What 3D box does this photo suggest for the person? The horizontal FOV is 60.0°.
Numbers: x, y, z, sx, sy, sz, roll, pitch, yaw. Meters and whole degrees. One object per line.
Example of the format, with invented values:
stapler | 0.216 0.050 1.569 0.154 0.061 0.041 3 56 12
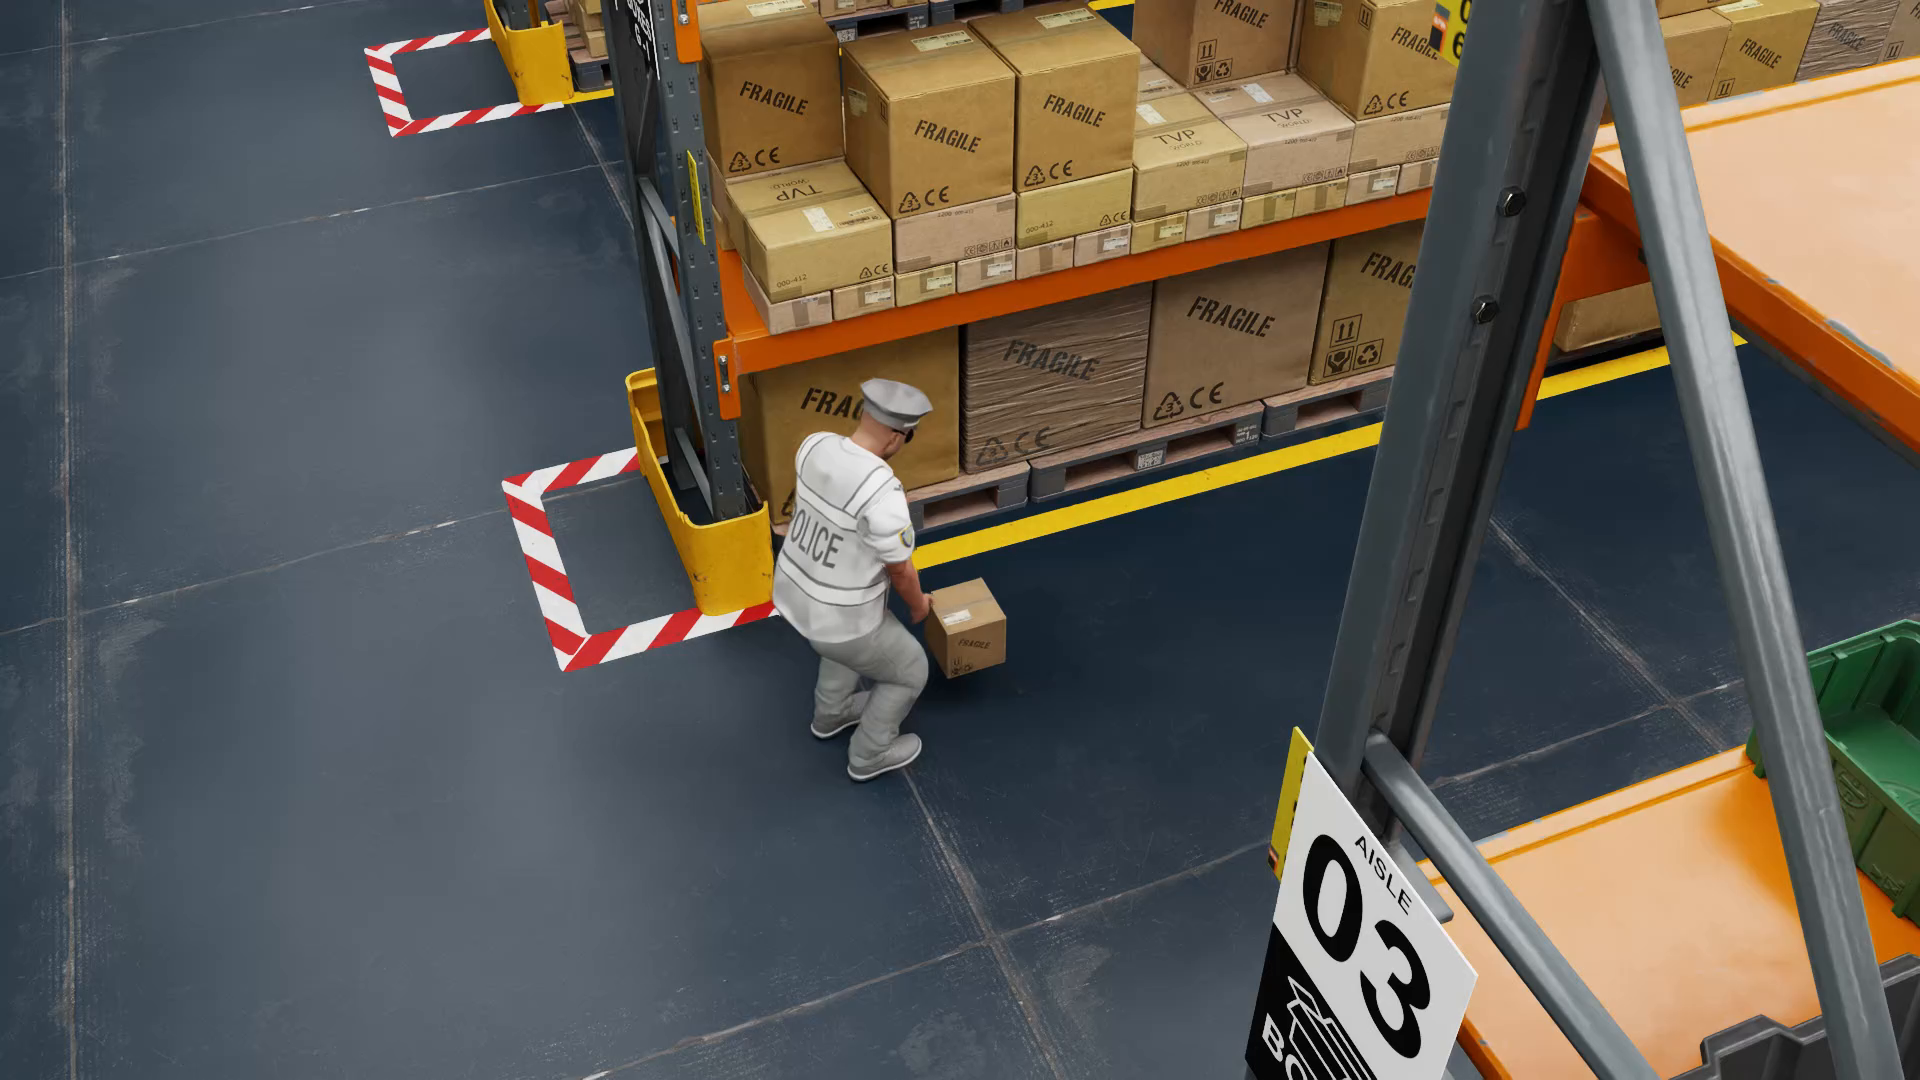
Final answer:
person | -0.375 0.162 6.085 0.634 1.614 0.578 -26 48 -26
